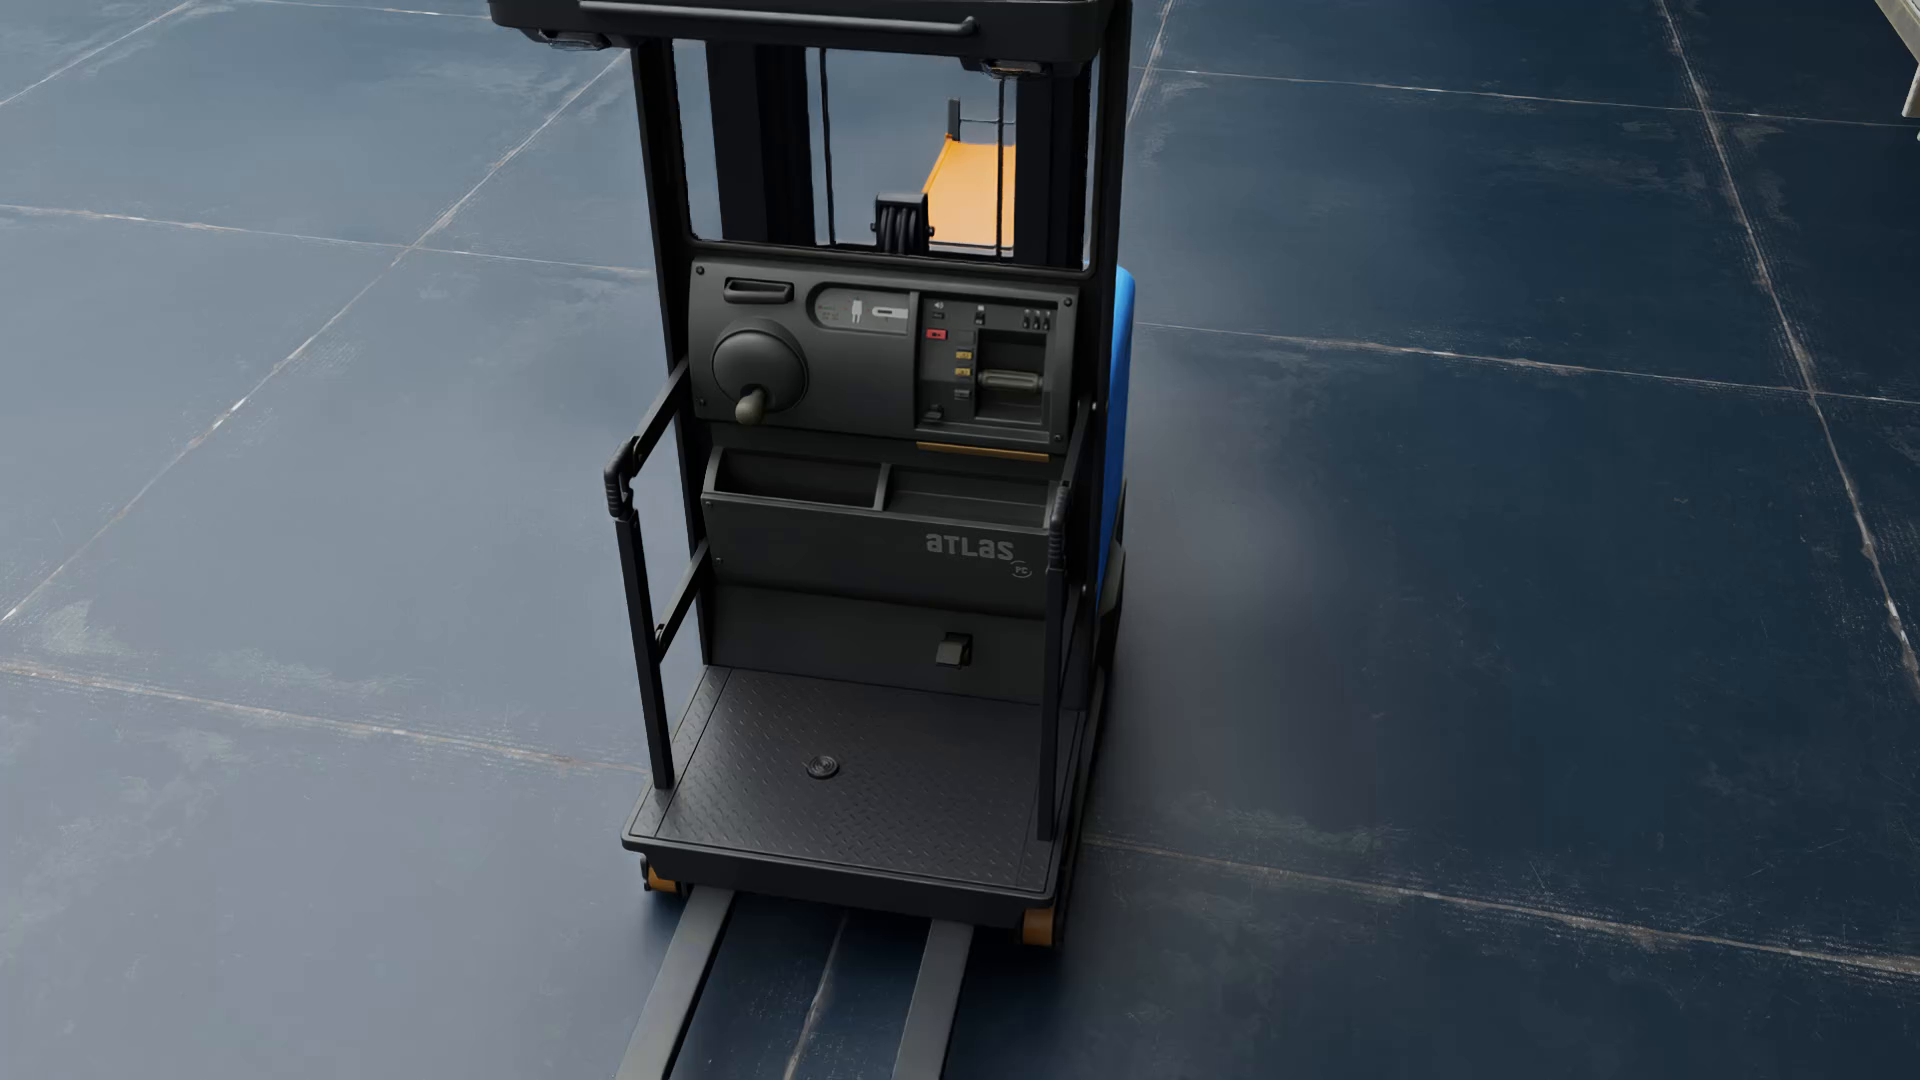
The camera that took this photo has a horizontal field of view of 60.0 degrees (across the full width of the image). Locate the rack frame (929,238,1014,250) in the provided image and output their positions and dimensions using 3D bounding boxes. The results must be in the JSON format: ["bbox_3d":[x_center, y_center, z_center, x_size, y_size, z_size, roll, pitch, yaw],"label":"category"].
[{"bbox_3d":[0.018,-0.545,5.543,0.500,1.125,0.032,6,36,9],"label":"rack frame"}]

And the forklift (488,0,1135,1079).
[{"bbox_3d":[-0.226,-0.373,3.767,1.130,2.935,3.031,6,36,9],"label":"forklift"}]

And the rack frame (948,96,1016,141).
[{"bbox_3d":[0.204,-1.131,6.352,0.500,1.125,0.032,6,36,9],"label":"rack frame"}]

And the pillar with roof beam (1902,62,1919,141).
[{"bbox_3d":[0.947,-6.339,6.828,9.100,9.000,0.400,7,37,10],"label":"pillar with roof beam"}]

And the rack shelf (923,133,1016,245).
[{"bbox_3d":[0.111,-1.075,5.776,0.538,0.278,1.000,6,36,9],"label":"rack shelf"}]

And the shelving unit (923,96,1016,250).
[{"bbox_3d":[0.111,-0.838,5.948,0.538,1.125,1.048,6,36,9],"label":"shelving unit"}]
